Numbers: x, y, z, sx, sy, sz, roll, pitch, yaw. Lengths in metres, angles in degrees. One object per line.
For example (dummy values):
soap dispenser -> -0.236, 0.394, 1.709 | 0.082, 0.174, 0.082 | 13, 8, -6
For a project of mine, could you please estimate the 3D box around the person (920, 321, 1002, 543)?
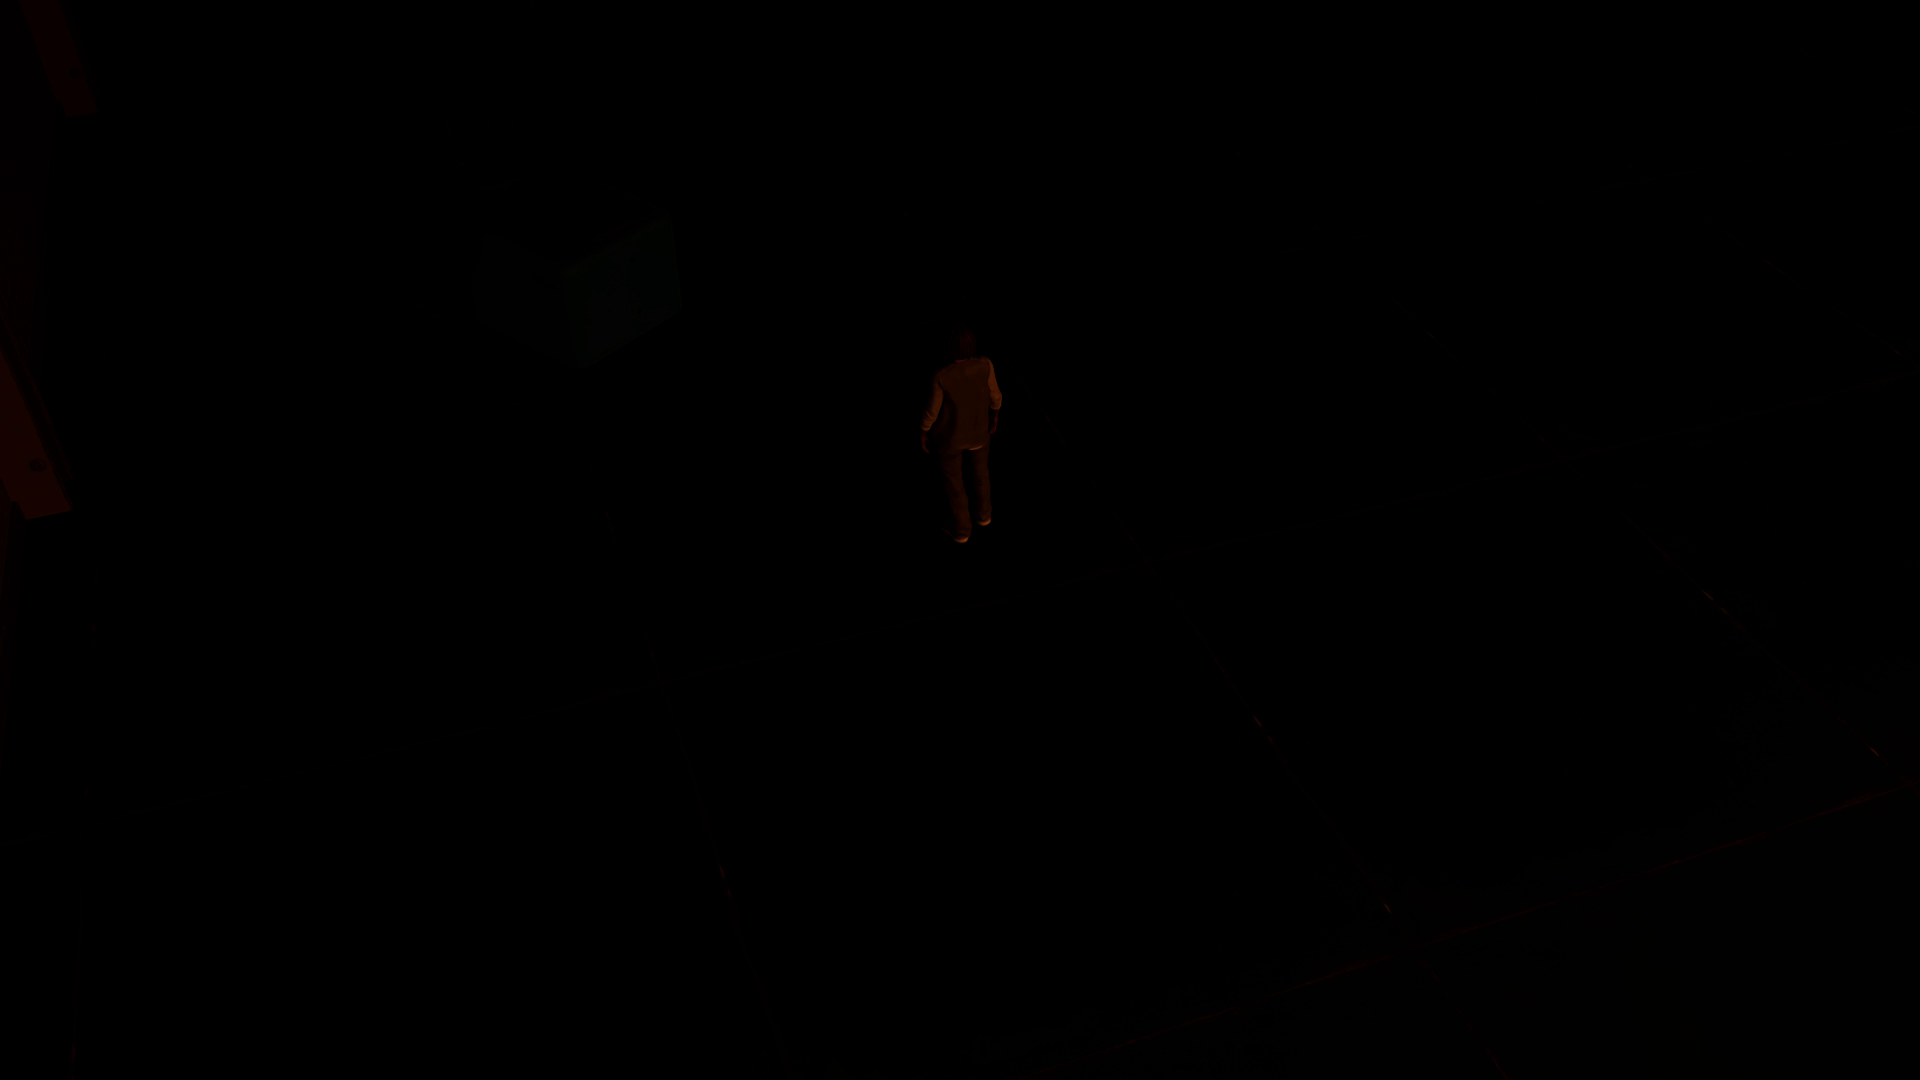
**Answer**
person -> -0.013, -0.665, 9.815 | 0.521, 1.599, 0.473 | -13, 42, -15

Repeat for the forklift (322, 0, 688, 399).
forklift -> -3.425, -2.855, 11.397 | 3.031, 2.935, 1.130 | 26, 46, 28
